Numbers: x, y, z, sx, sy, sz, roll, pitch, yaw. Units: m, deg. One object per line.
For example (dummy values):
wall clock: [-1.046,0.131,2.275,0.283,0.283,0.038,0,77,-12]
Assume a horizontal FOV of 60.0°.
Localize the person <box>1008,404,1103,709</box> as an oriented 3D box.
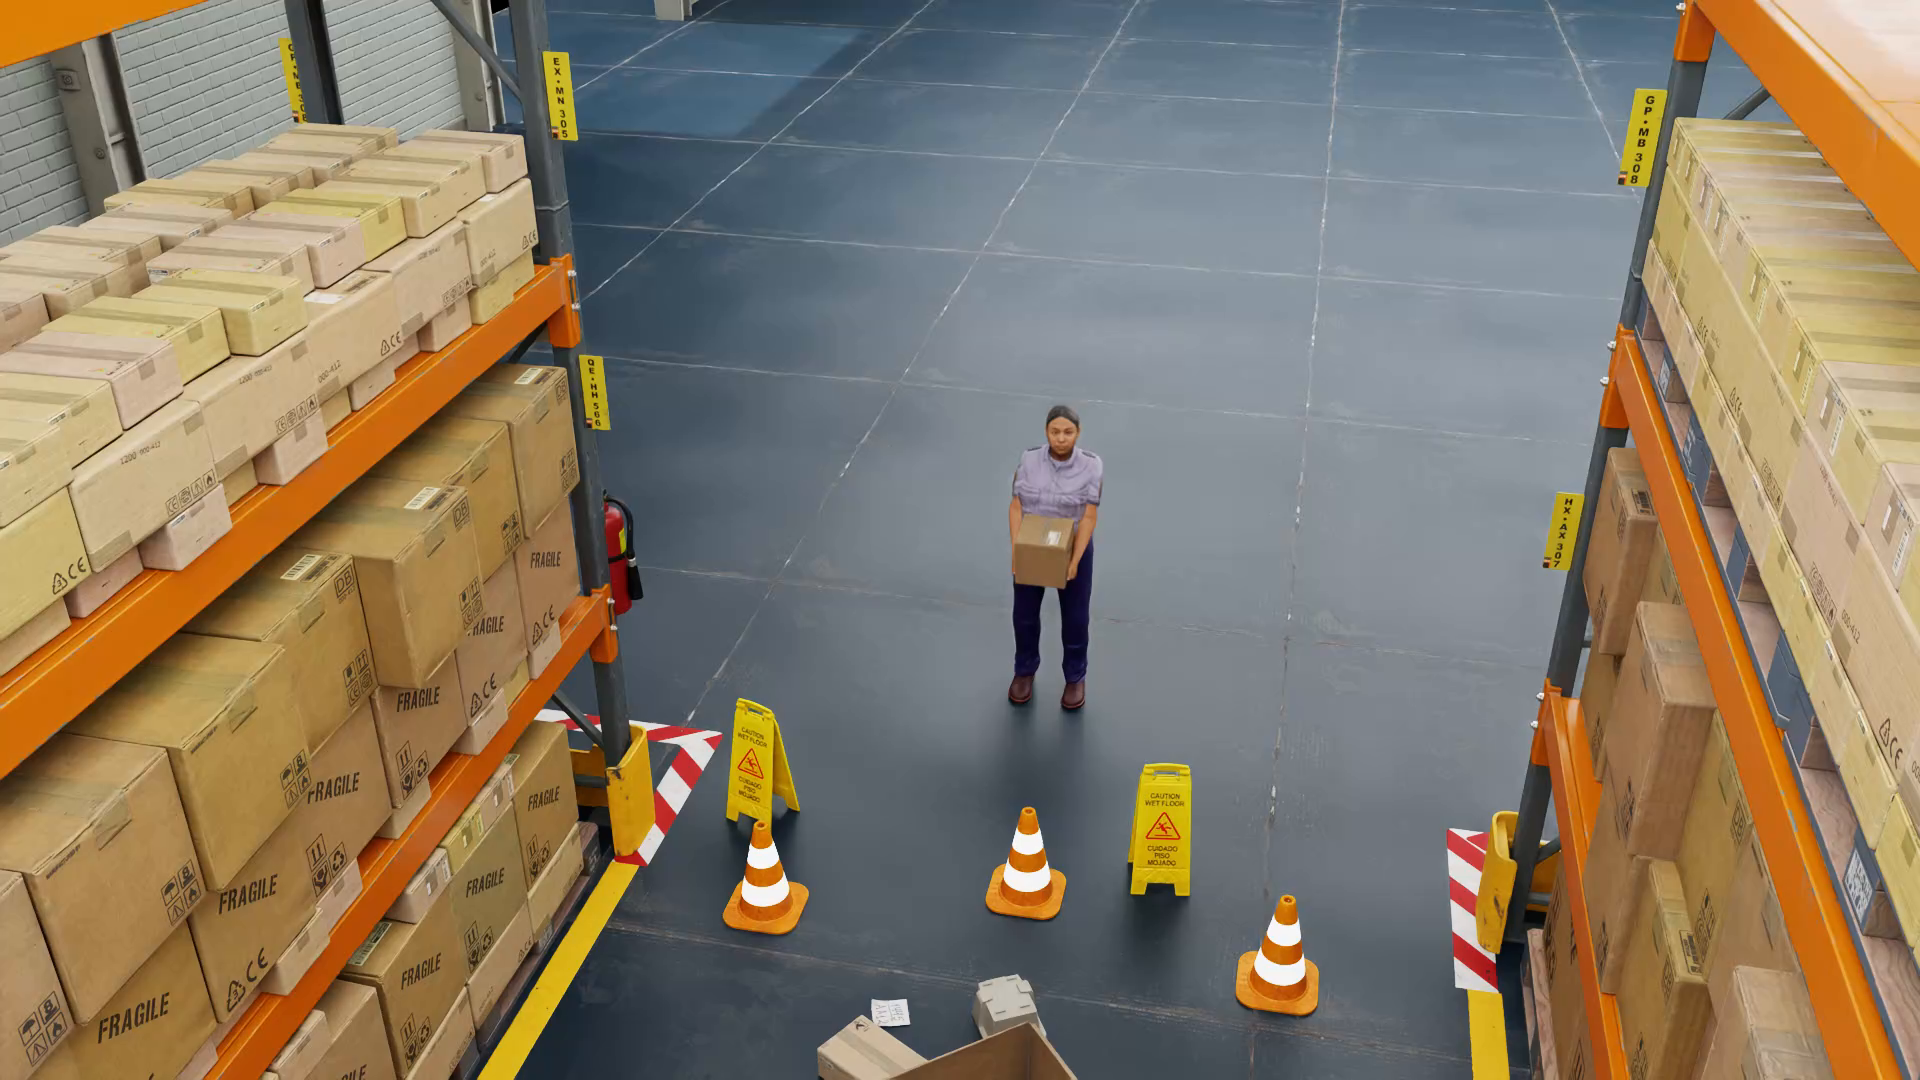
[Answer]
person: [0.463,0.128,8.422,0.453,1.625,0.515,7,30,12]
